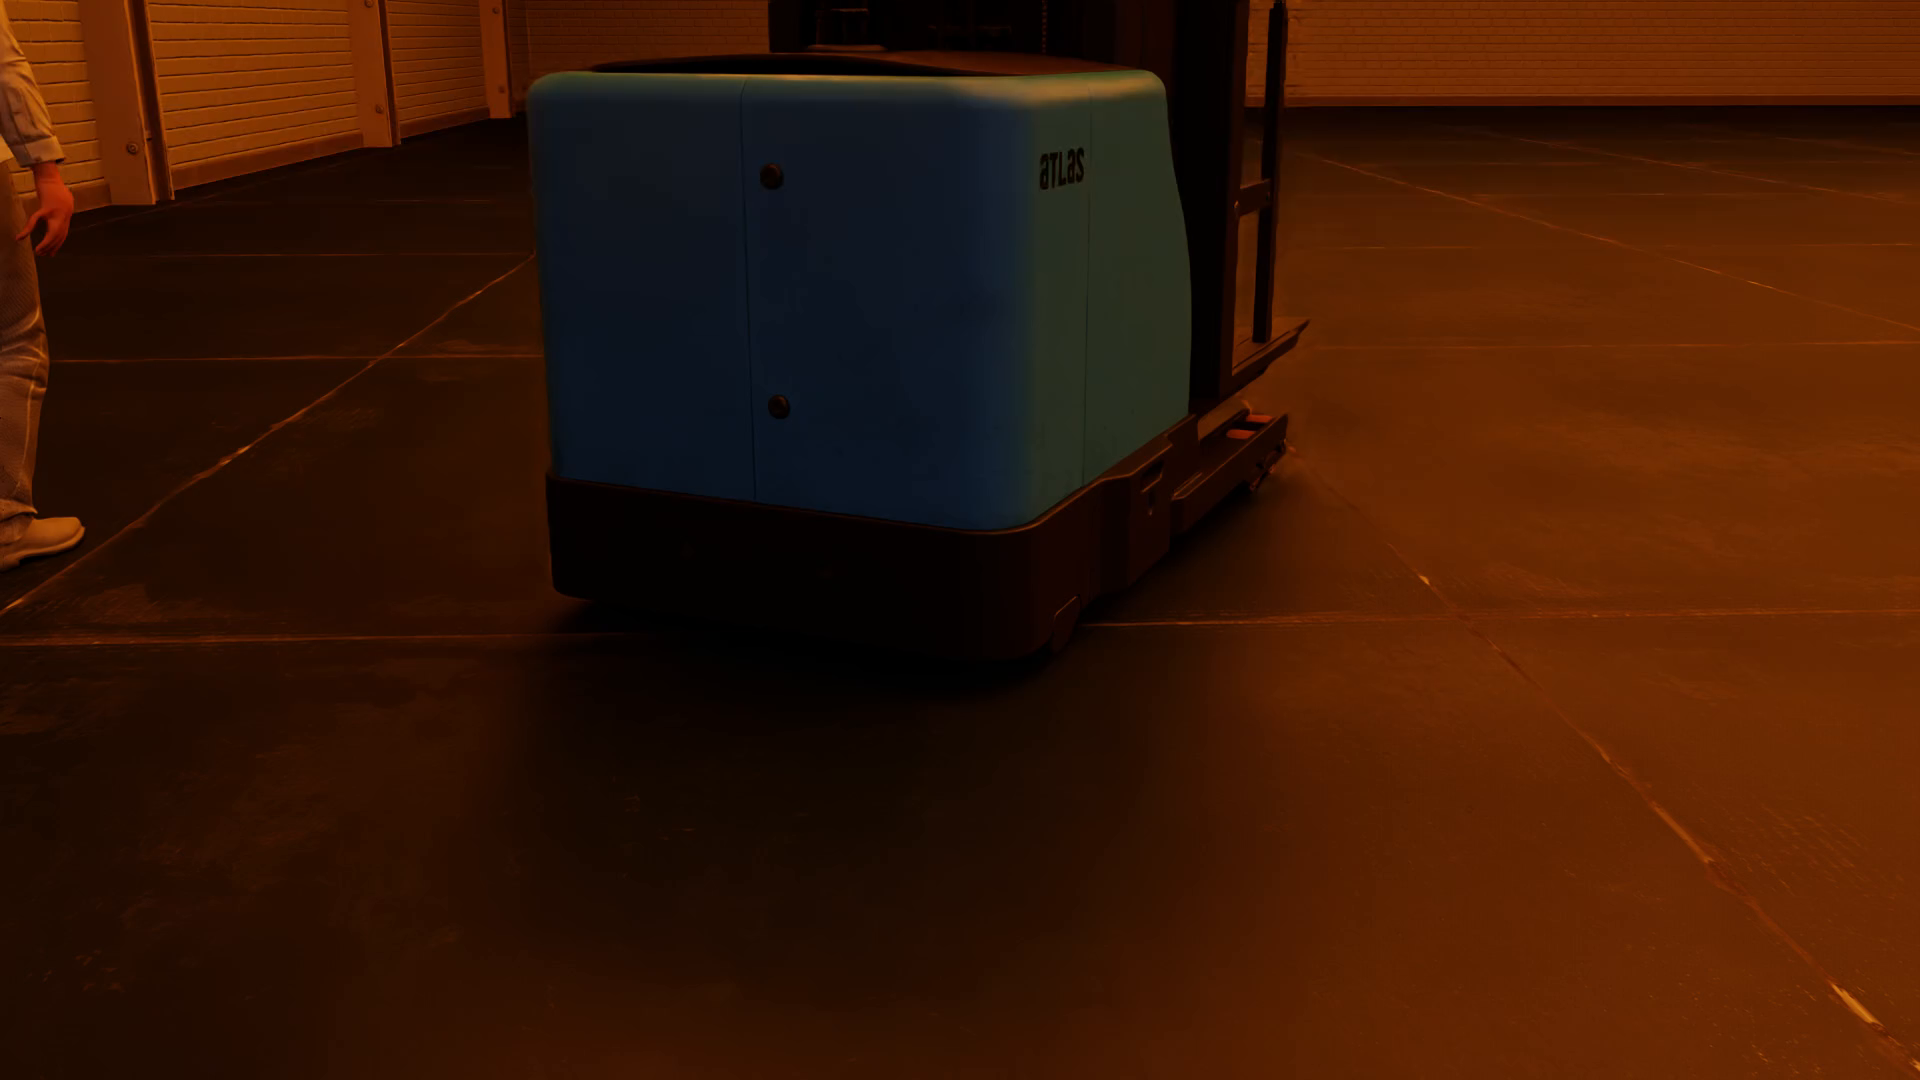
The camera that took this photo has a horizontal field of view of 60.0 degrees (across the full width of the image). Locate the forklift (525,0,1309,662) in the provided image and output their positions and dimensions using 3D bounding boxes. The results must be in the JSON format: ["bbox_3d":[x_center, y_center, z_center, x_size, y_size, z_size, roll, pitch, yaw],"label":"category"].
[{"bbox_3d":[0.240,-1.572,4.045,1.130,2.935,3.031,8,19,23],"label":"forklift"}]

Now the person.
[{"bbox_3d":[-2.259,-0.810,3.578,0.751,1.749,0.421,2,17,6],"label":"person"}]
